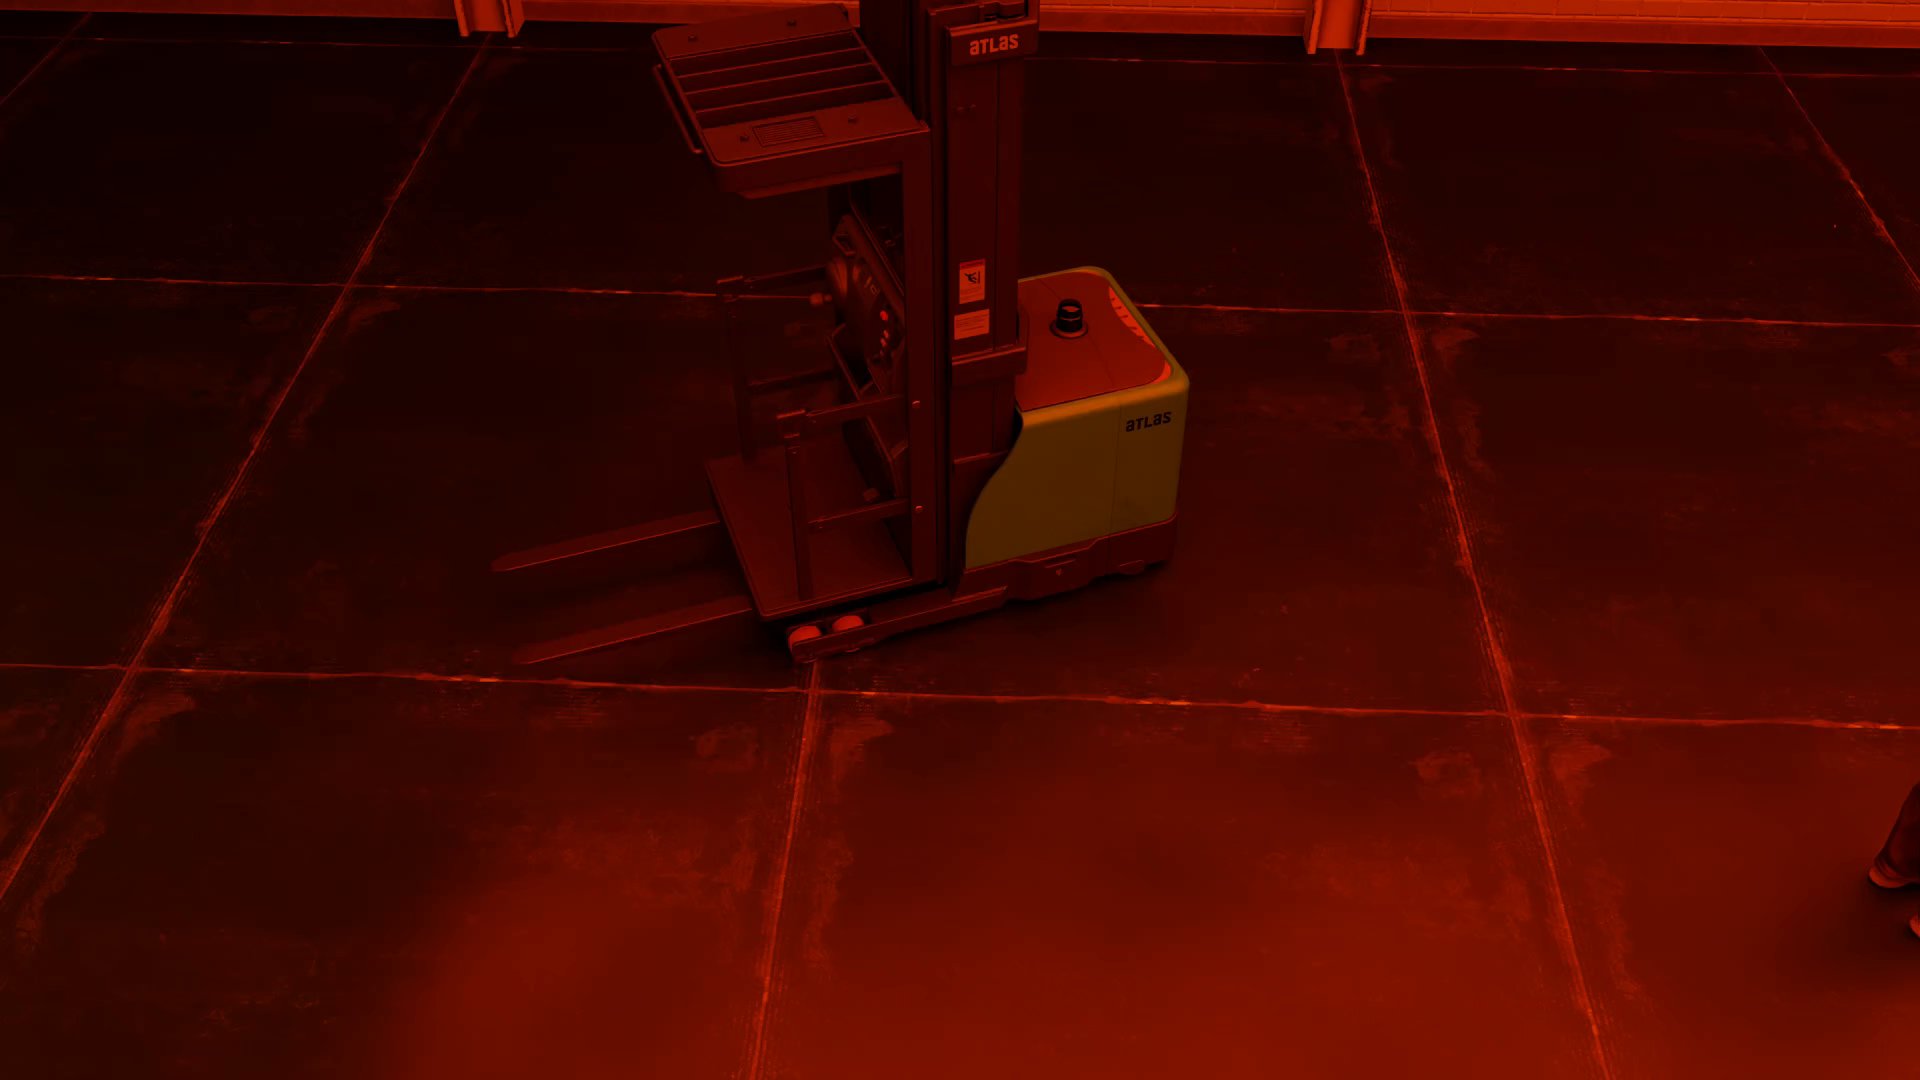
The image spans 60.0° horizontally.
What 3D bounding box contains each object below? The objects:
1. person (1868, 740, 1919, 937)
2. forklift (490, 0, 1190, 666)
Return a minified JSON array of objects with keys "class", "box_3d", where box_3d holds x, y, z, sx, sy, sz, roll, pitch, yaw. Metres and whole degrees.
[{"class":"person","box_3d":[3.714,0.688,5.834,0.582,1.775,0.694,9,43,10]},{"class":"forklift","box_3d":[-0.573,-0.945,6.778,3.031,2.935,1.130,-13,44,-14]}]
